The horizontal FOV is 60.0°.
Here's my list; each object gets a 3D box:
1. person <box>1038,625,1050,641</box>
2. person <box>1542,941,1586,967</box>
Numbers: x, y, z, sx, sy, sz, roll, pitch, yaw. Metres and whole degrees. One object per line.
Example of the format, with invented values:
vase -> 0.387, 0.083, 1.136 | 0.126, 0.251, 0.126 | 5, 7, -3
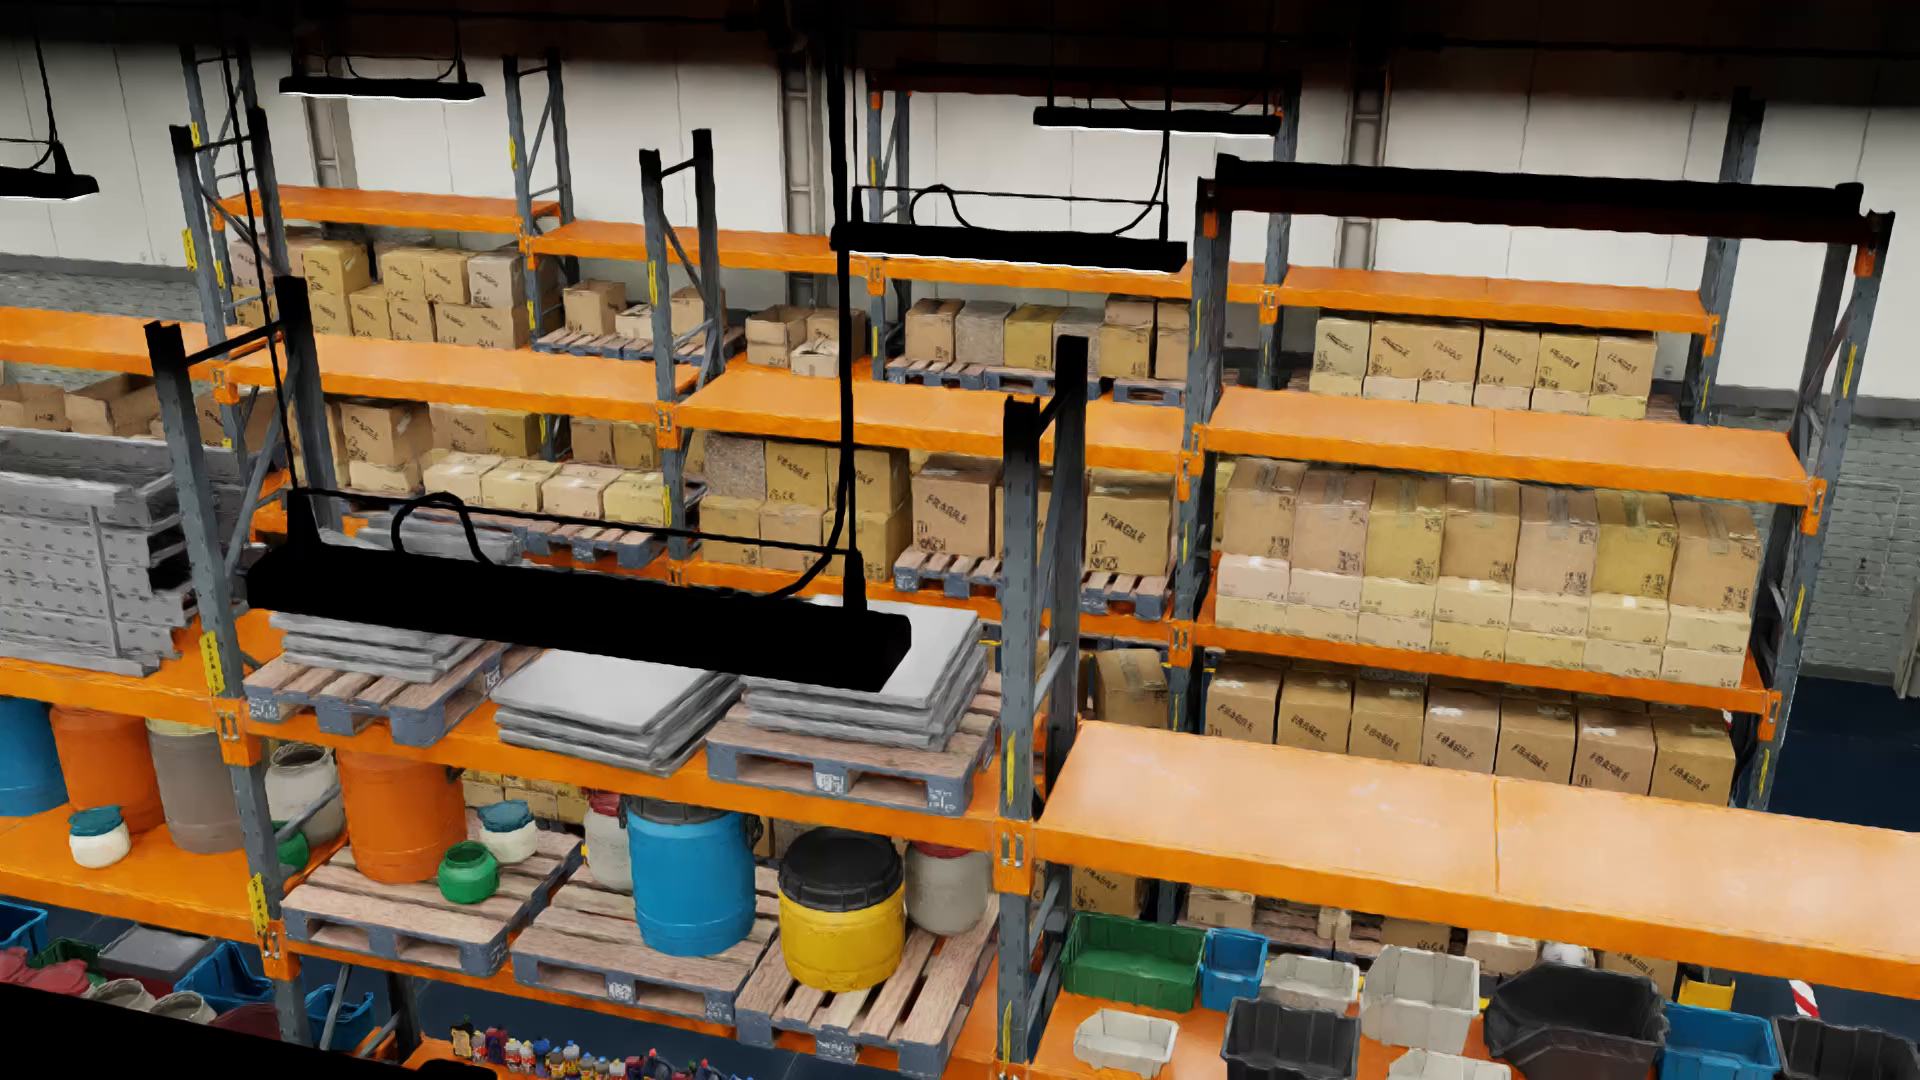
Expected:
person -> 0.740, 1.374, 15.207 | 1.128, 1.709, 0.550 | 5, 23, 13
person -> 4.083, 3.117, 11.182 | 0.507, 1.618, 0.580 | 6, 23, 13
